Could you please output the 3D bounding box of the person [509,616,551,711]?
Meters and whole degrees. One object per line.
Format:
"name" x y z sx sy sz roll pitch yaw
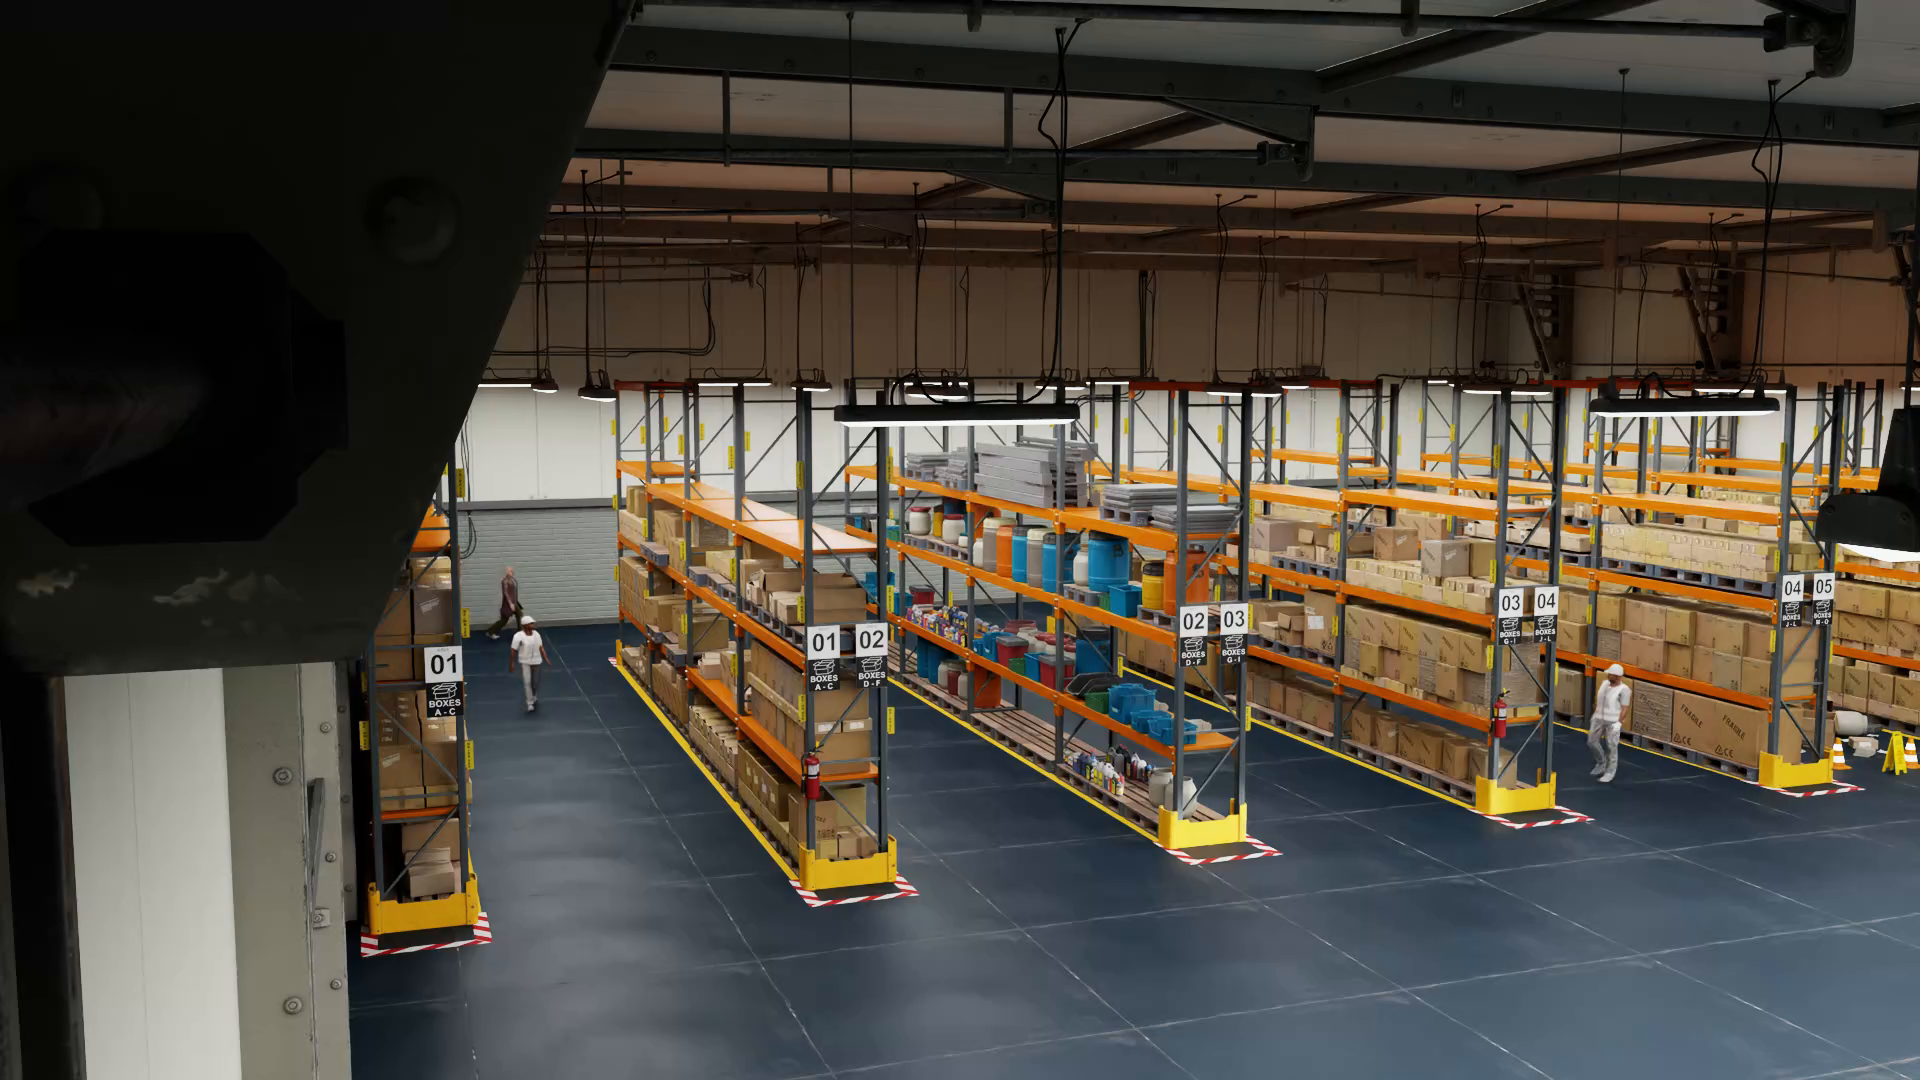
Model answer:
"person" -7.917 2.250 30.597 0.759 1.725 1.080 -3 7 -23

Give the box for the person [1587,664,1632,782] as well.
"person" 9.847 2.773 25.329 0.526 1.787 0.643 -4 7 -35

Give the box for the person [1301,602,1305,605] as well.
"person" 9.346 0.848 43.739 0.940 1.721 0.643 -6 8 -43

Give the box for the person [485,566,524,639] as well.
"person" -10.317 1.454 38.031 1.097 1.730 0.667 0 6 4
